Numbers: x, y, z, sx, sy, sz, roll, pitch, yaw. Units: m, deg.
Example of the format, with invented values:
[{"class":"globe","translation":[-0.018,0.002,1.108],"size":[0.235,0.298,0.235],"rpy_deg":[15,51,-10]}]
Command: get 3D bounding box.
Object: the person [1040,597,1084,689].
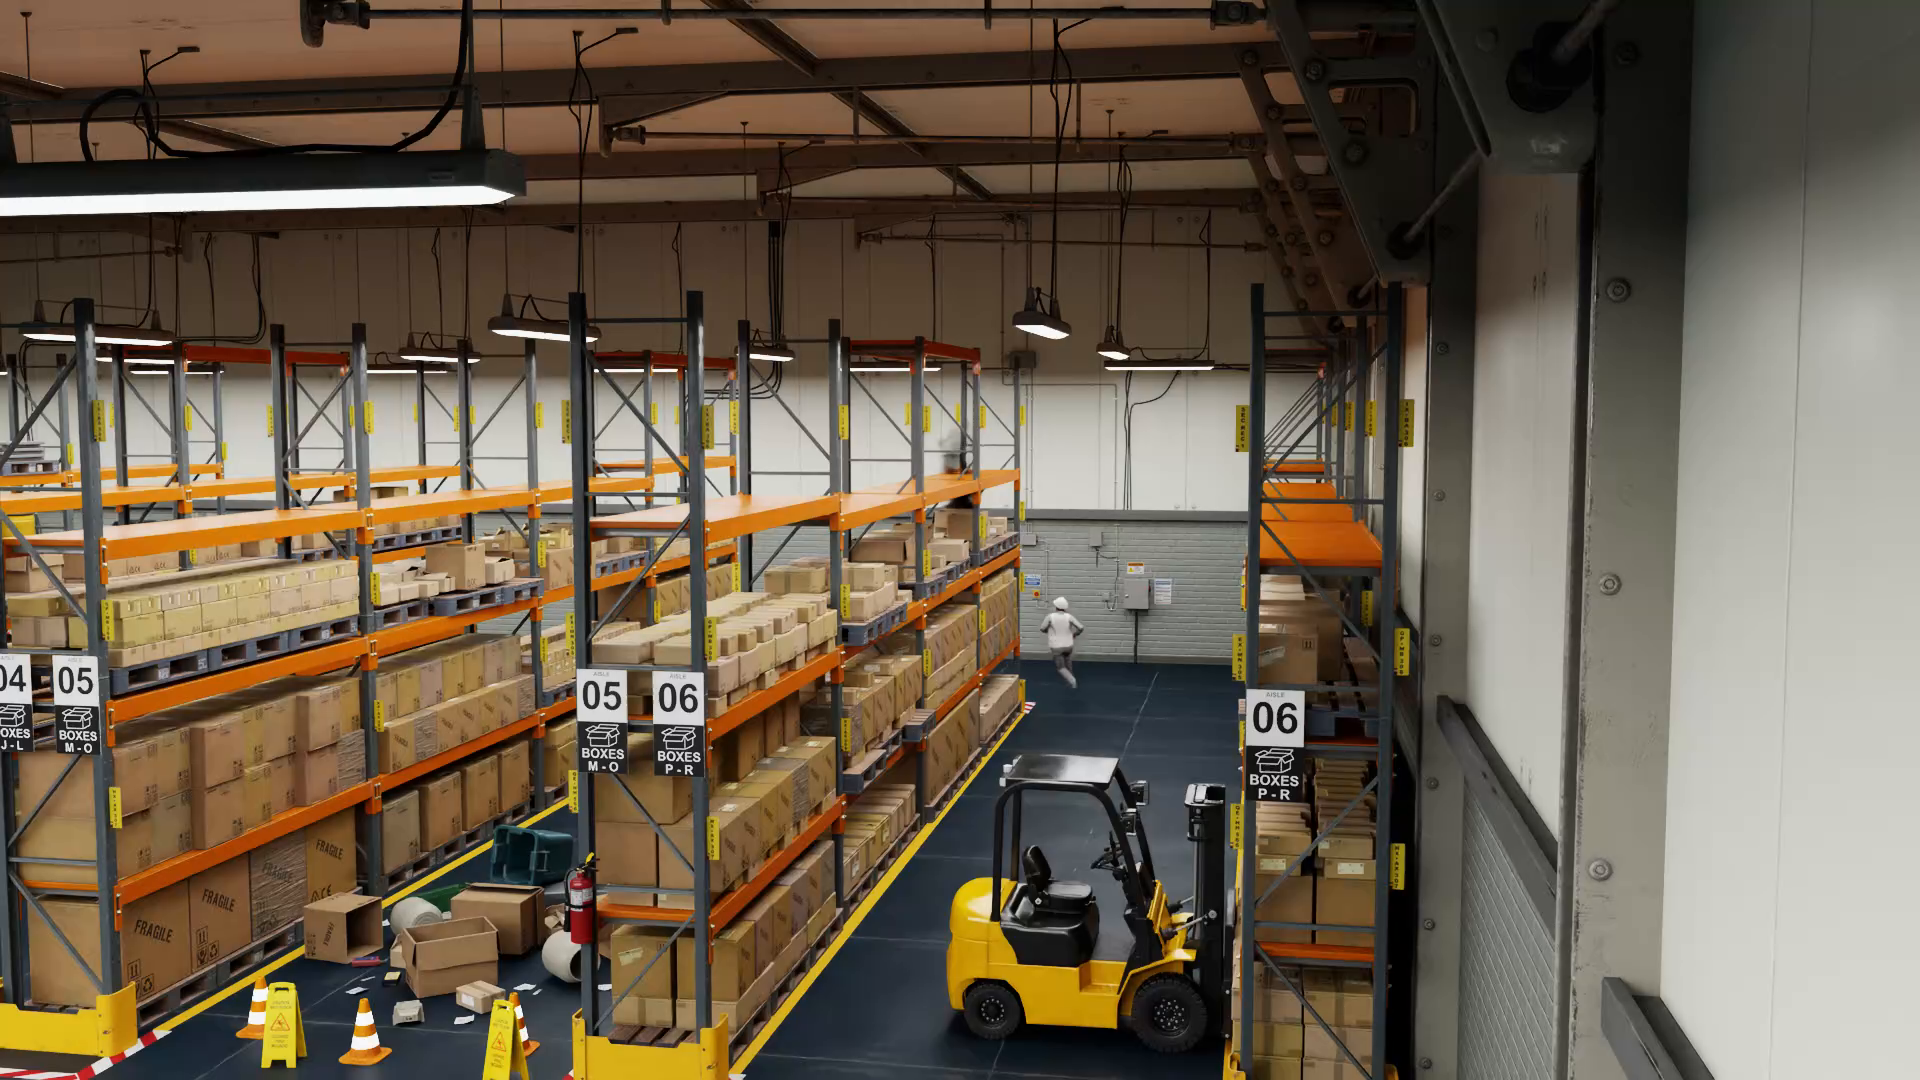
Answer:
[{"class":"person","translation":[1.746,1.775,29.101],"size":[0.731,1.595,1.082],"rpy_deg":[-1,5,-14]}]
